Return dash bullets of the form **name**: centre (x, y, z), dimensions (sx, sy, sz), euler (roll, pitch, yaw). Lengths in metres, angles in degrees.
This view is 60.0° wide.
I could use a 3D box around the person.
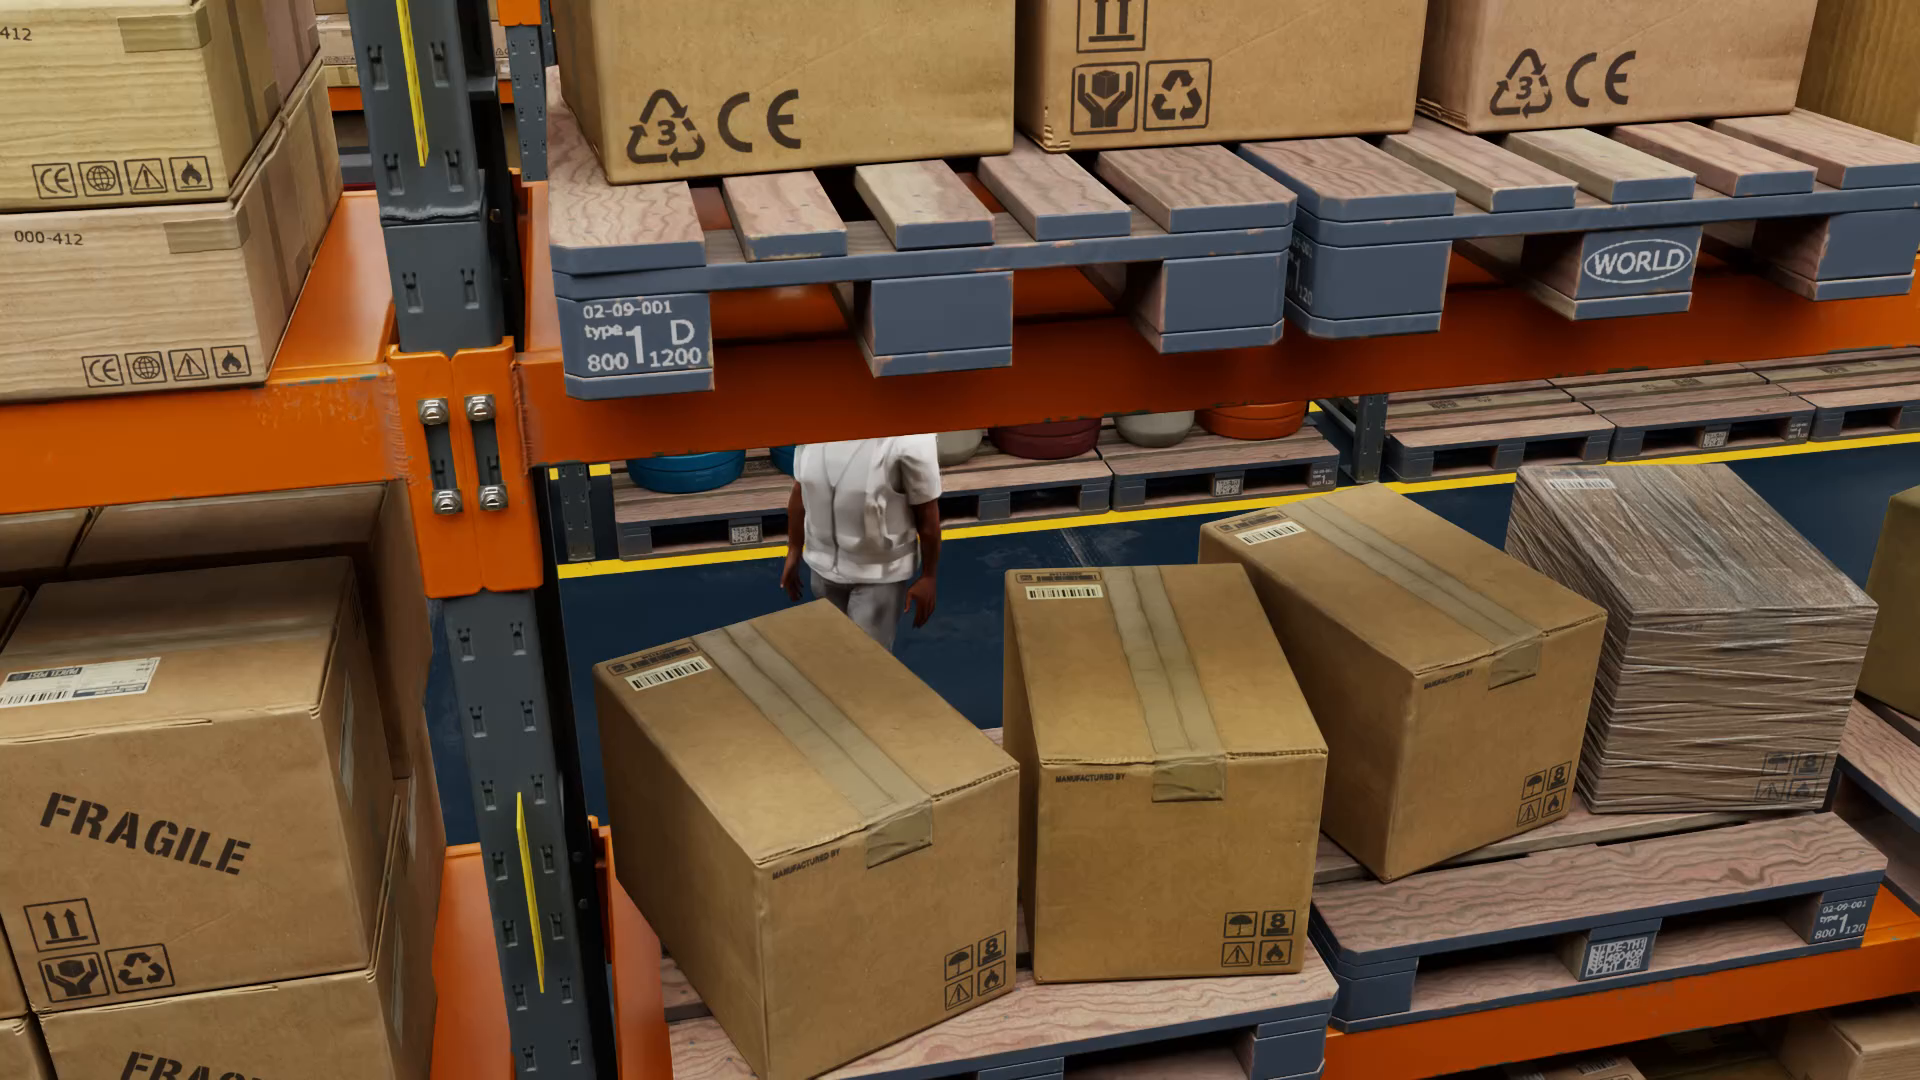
- **person**: centre (-0.405, 0.148, 5.817), dimensions (0.589, 1.812, 0.523), euler (16, 31, 29)
